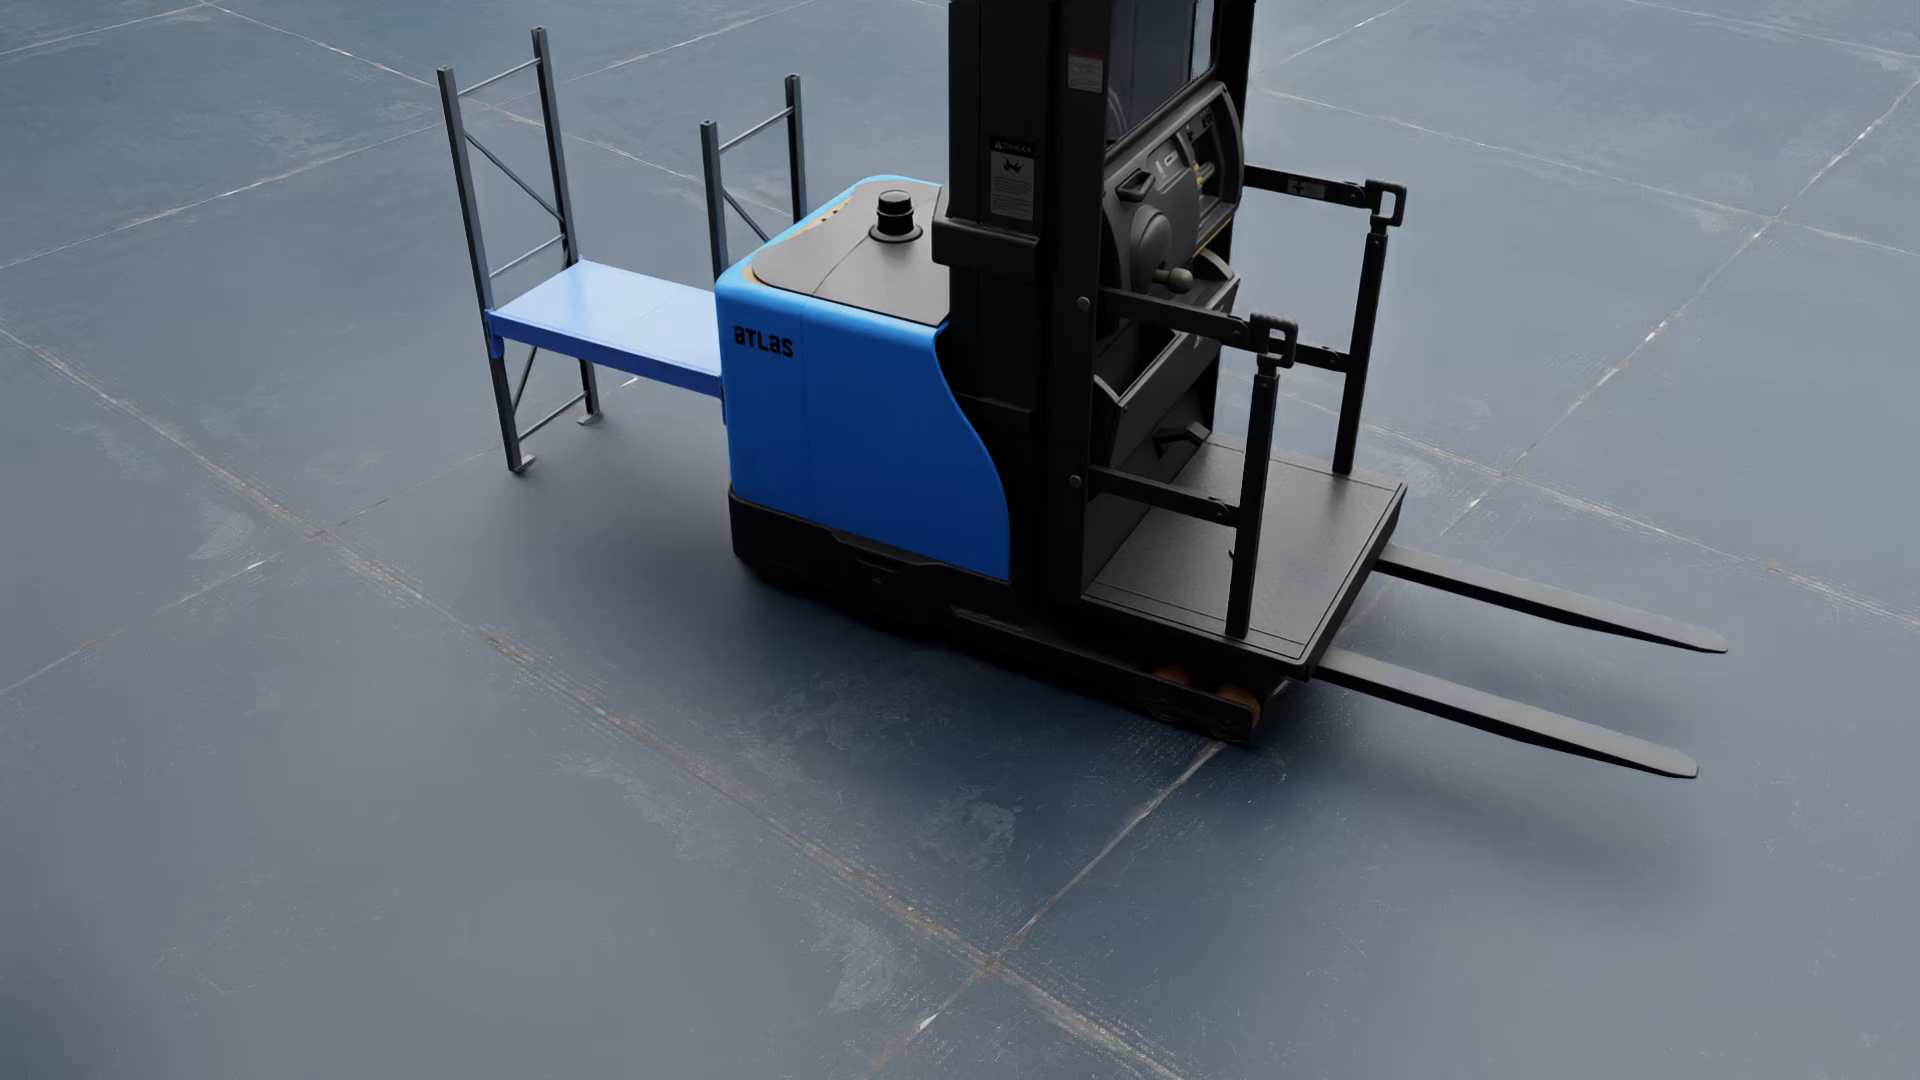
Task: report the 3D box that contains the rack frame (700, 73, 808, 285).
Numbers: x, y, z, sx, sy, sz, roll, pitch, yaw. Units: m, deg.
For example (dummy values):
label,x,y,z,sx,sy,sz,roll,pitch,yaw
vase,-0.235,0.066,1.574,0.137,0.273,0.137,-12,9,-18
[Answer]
label,x,y,z,sx,sy,sz,roll,pitch,yaw
rack frame,-0.634,-0.725,5.481,0.032,1.500,0.500,17,38,23

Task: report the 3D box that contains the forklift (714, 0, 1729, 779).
label,x,y,z,sx,sy,sz,roll,pitch,yaw
forklift,0.783,-0.960,4.559,3.031,2.935,1.130,17,38,23

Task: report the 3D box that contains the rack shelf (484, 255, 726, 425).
label,x,y,z,sx,sy,sz,roll,pitch,yaw
rack shelf,-1.082,-0.712,5.780,1.000,0.185,0.538,17,38,23

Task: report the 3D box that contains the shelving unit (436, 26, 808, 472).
label,x,y,z,sx,sy,sz,roll,pitch,yaw
shelving unit,-1.082,-0.860,5.678,1.048,1.500,0.538,17,38,23

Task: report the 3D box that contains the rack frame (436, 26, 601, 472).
label,x,y,z,sx,sy,sz,roll,pitch,yaw
rack frame,-1.531,-0.996,5.875,0.032,1.500,0.500,17,38,23
